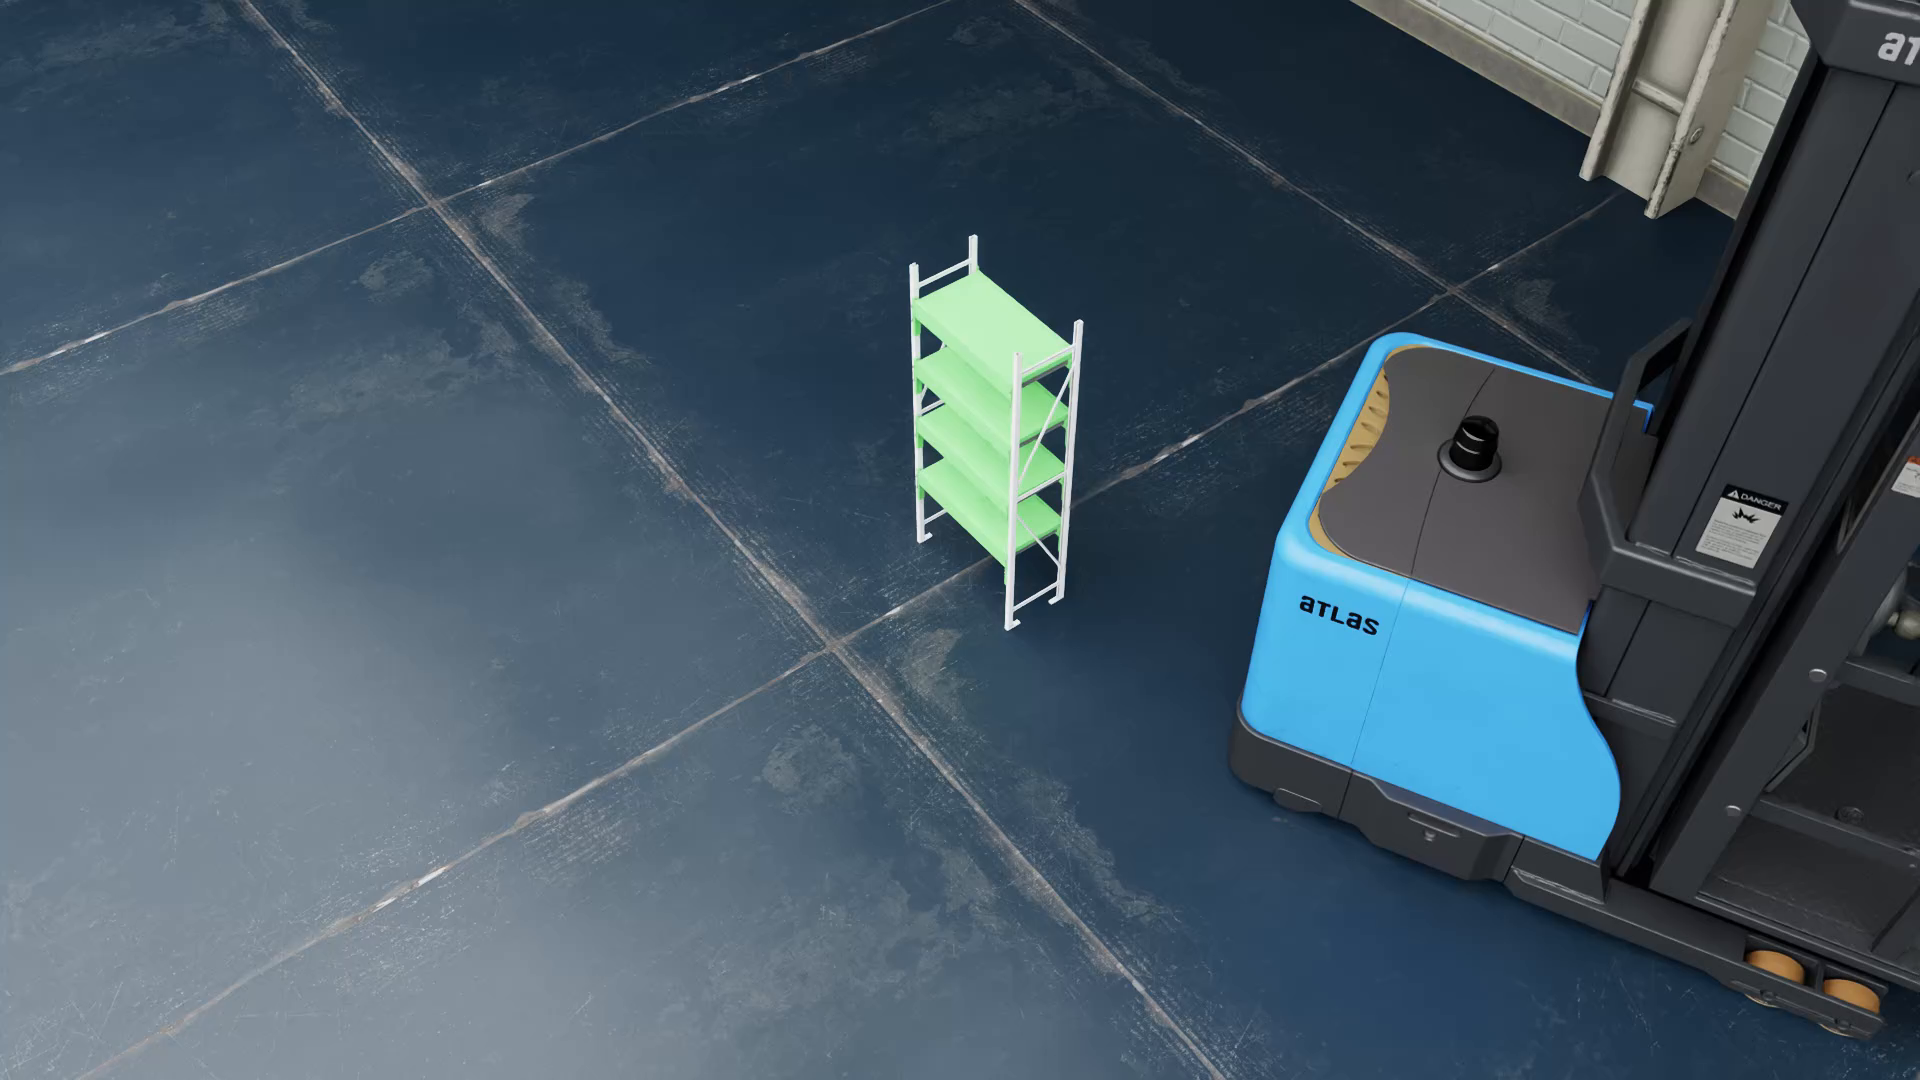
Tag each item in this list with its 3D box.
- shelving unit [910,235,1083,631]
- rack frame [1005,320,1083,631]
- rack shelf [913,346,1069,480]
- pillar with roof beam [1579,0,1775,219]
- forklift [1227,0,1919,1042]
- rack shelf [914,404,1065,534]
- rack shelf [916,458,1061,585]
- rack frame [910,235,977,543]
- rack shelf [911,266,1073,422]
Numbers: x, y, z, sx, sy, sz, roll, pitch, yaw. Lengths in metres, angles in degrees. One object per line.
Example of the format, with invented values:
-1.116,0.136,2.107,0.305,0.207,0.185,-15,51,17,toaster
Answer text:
0.100,-0.305,5.217,0.258,1.200,0.503,-29,54,-24,shelving unit
0.248,-0.162,5.087,0.240,1.200,0.015,-29,54,-24,rack frame
0.100,-0.424,5.087,0.258,0.148,0.480,-29,54,-24,rack shelf
-0.516,-2.618,2.049,9.100,9.000,0.400,-29,54,-24,pillar with roof beam
2.366,-0.091,3.854,3.031,2.935,1.130,20,51,17,forklift
0.100,-0.262,5.264,0.258,0.148,0.480,-29,54,-24,rack shelf
0.100,-0.101,5.442,0.258,0.148,0.480,-29,54,-24,rack shelf
-0.048,-0.449,5.347,0.240,1.200,0.015,-29,54,-24,rack frame
0.100,-0.585,4.909,0.258,0.148,0.480,-29,54,-24,rack shelf
